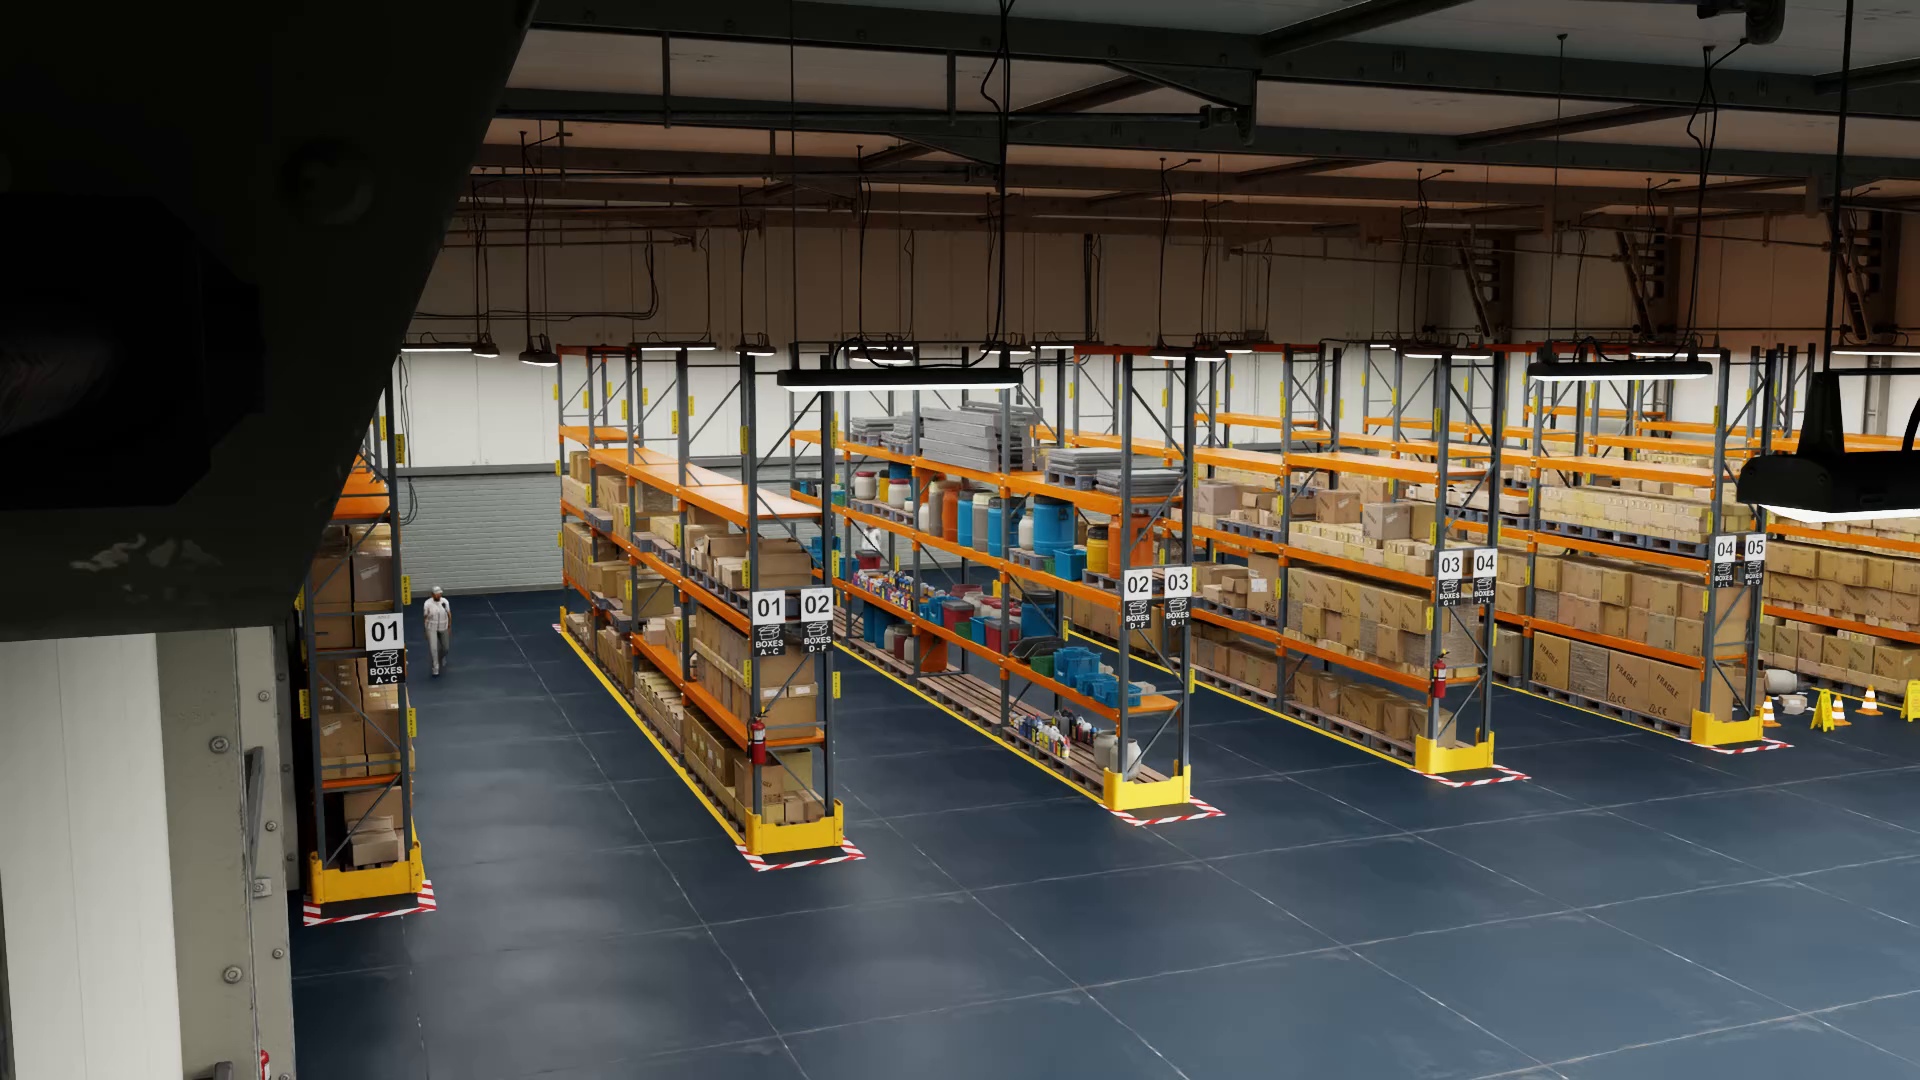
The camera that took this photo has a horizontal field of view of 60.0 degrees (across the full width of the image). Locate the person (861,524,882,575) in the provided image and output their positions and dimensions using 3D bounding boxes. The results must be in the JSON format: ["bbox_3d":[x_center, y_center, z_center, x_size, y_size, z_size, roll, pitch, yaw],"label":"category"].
[{"bbox_3d":[-2.159,0.301,40.583,0.528,1.751,0.782,5,9,37],"label":"person"}]

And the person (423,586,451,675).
[{"bbox_3d":[-9.634,1.626,30.658,0.485,1.617,0.816,-3,8,-24],"label":"person"}]
